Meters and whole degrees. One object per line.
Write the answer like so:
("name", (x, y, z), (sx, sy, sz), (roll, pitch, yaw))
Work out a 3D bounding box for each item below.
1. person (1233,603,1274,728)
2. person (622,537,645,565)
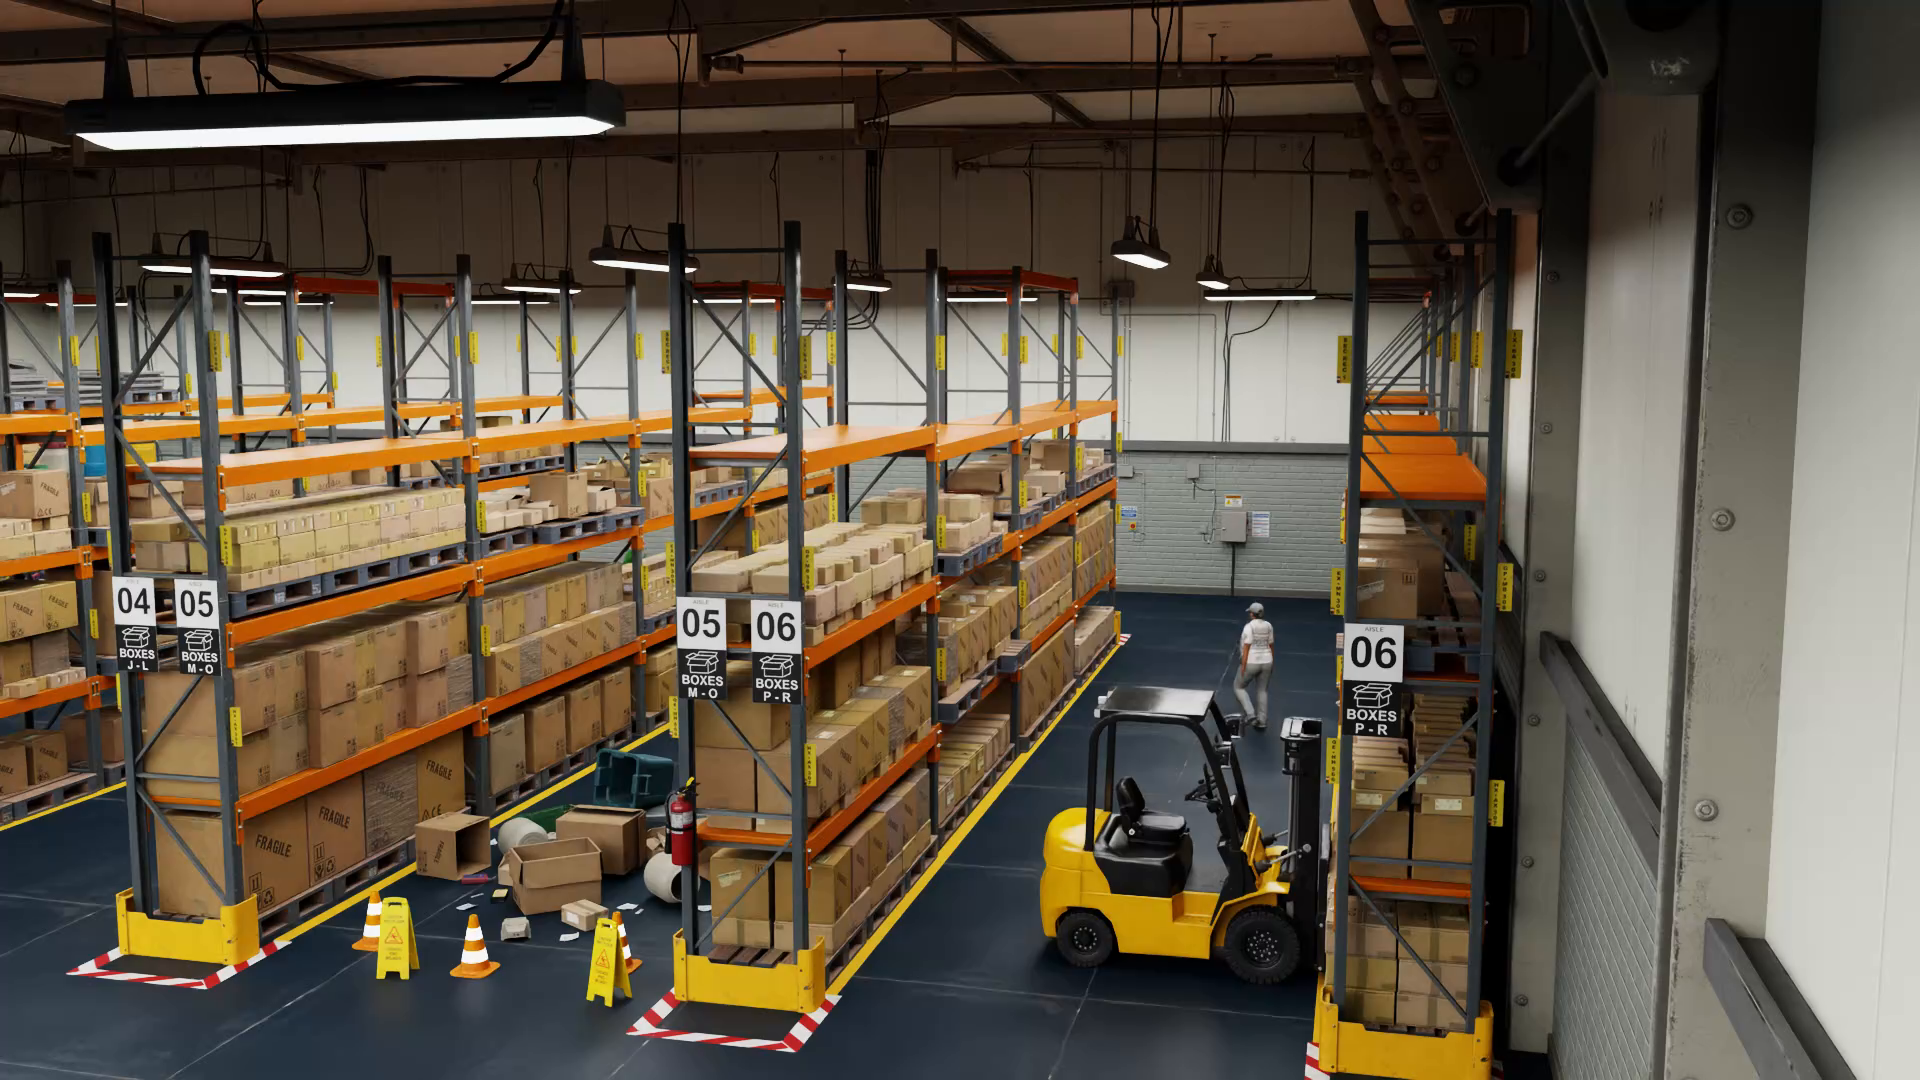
("person", (3.923, 1.662, 22.029), (0.535, 1.663, 0.460), (-3, 8, -24))
("person", (-6.704, 0.170, 34.005), (1.146, 1.706, 0.510), (0, 7, 0))
